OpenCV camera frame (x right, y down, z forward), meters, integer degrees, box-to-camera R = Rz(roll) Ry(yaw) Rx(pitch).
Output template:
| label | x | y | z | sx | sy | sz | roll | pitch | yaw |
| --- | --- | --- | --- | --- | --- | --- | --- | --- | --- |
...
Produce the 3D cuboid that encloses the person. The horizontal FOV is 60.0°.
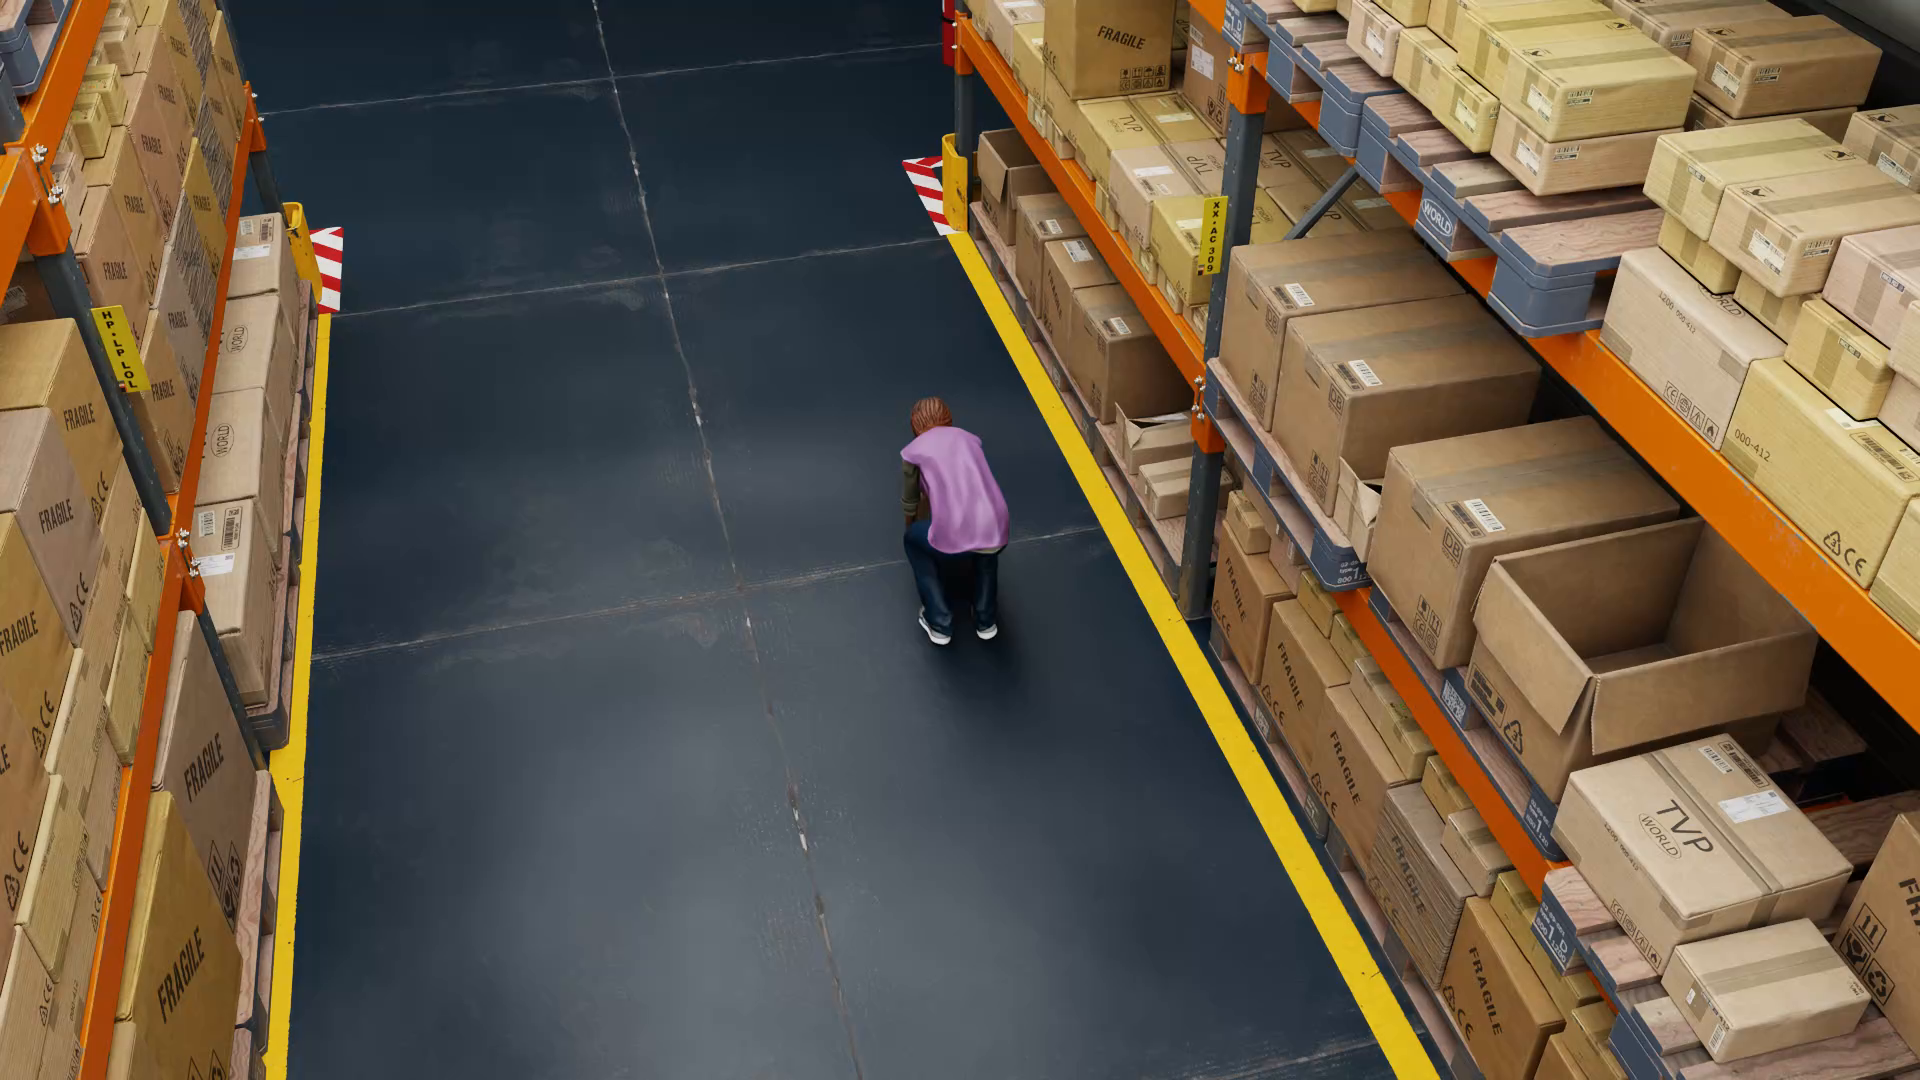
| label | x | y | z | sx | sy | sz | roll | pitch | yaw |
| --- | --- | --- | --- | --- | --- | --- | --- | --- | --- |
| person | -0.040 | -0.057 | 7.340 | 0.431 | 0.912 | 0.862 | -9 | 40 | -12 |
